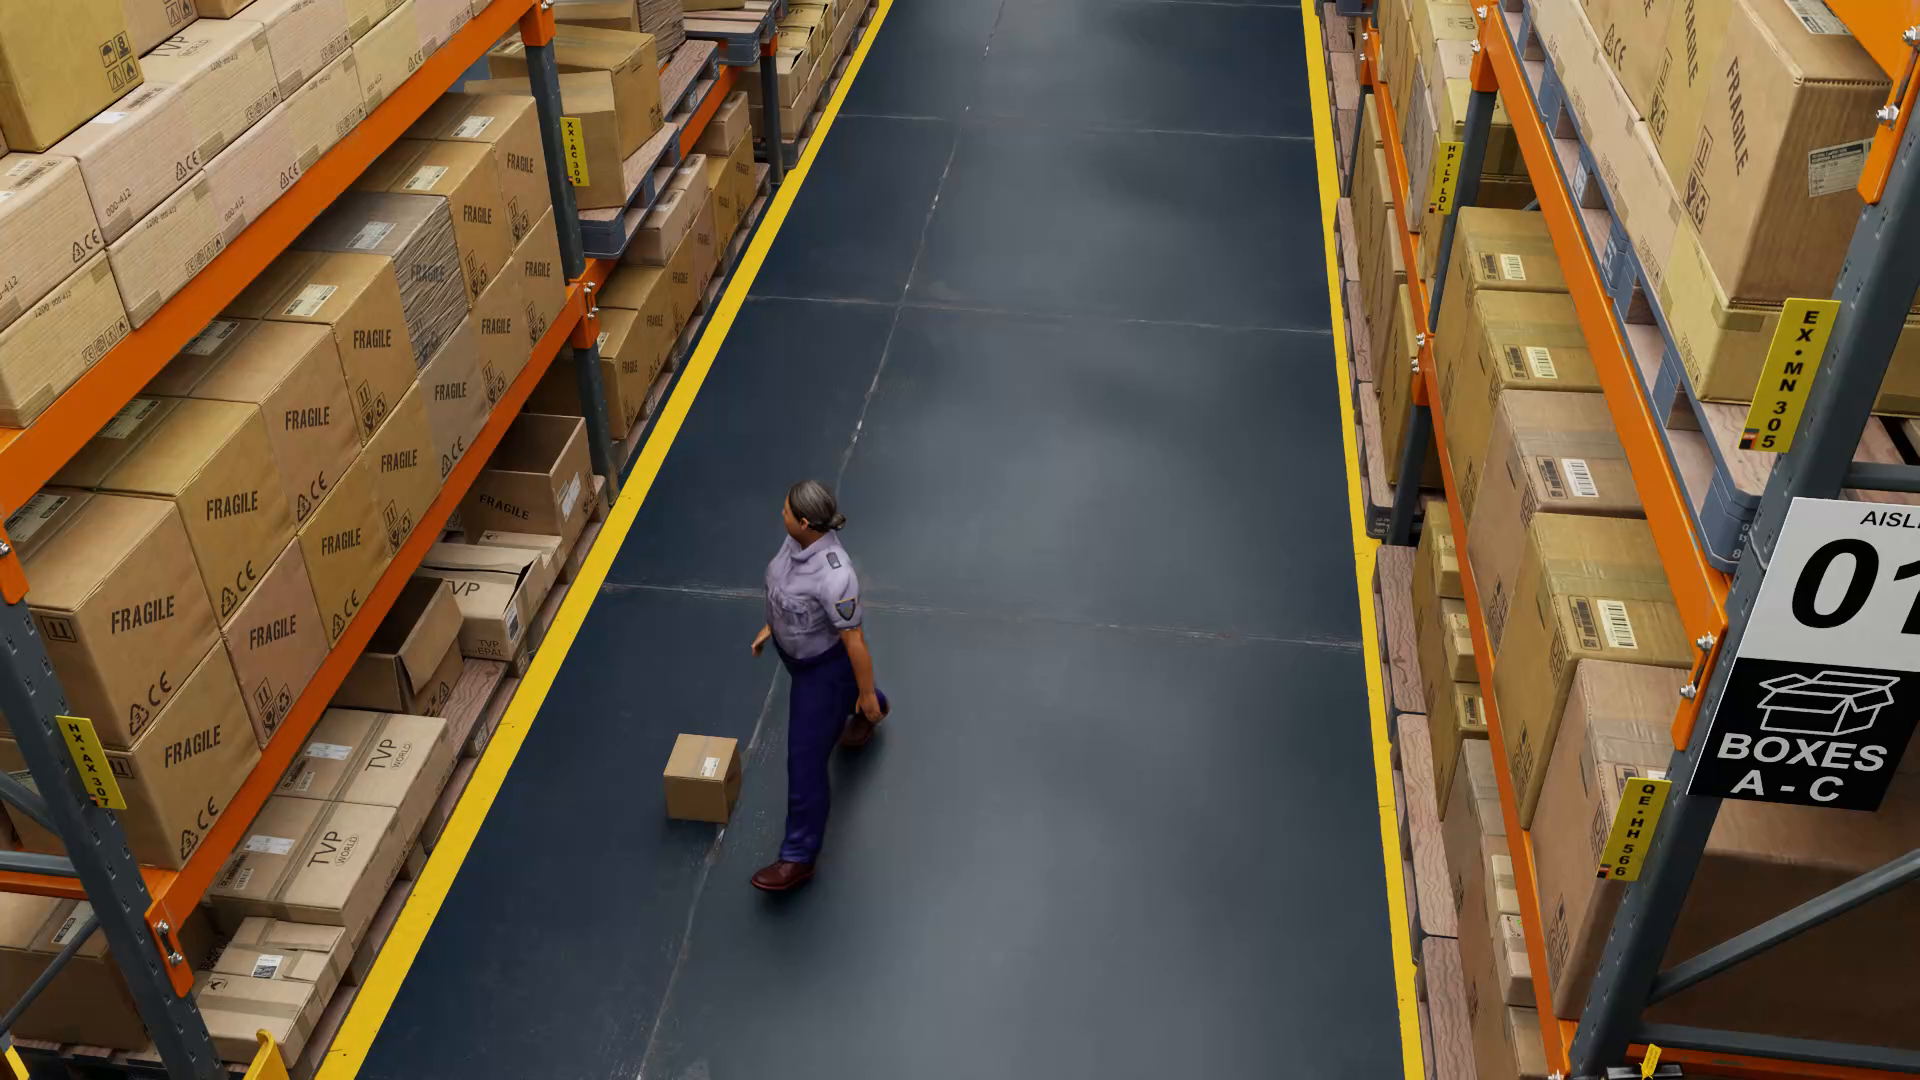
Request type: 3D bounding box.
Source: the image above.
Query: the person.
[{"bbox_3d":[-0.557,0.472,6.449,0.924,1.589,0.807,-17,40,-22],"label":"person"}]
